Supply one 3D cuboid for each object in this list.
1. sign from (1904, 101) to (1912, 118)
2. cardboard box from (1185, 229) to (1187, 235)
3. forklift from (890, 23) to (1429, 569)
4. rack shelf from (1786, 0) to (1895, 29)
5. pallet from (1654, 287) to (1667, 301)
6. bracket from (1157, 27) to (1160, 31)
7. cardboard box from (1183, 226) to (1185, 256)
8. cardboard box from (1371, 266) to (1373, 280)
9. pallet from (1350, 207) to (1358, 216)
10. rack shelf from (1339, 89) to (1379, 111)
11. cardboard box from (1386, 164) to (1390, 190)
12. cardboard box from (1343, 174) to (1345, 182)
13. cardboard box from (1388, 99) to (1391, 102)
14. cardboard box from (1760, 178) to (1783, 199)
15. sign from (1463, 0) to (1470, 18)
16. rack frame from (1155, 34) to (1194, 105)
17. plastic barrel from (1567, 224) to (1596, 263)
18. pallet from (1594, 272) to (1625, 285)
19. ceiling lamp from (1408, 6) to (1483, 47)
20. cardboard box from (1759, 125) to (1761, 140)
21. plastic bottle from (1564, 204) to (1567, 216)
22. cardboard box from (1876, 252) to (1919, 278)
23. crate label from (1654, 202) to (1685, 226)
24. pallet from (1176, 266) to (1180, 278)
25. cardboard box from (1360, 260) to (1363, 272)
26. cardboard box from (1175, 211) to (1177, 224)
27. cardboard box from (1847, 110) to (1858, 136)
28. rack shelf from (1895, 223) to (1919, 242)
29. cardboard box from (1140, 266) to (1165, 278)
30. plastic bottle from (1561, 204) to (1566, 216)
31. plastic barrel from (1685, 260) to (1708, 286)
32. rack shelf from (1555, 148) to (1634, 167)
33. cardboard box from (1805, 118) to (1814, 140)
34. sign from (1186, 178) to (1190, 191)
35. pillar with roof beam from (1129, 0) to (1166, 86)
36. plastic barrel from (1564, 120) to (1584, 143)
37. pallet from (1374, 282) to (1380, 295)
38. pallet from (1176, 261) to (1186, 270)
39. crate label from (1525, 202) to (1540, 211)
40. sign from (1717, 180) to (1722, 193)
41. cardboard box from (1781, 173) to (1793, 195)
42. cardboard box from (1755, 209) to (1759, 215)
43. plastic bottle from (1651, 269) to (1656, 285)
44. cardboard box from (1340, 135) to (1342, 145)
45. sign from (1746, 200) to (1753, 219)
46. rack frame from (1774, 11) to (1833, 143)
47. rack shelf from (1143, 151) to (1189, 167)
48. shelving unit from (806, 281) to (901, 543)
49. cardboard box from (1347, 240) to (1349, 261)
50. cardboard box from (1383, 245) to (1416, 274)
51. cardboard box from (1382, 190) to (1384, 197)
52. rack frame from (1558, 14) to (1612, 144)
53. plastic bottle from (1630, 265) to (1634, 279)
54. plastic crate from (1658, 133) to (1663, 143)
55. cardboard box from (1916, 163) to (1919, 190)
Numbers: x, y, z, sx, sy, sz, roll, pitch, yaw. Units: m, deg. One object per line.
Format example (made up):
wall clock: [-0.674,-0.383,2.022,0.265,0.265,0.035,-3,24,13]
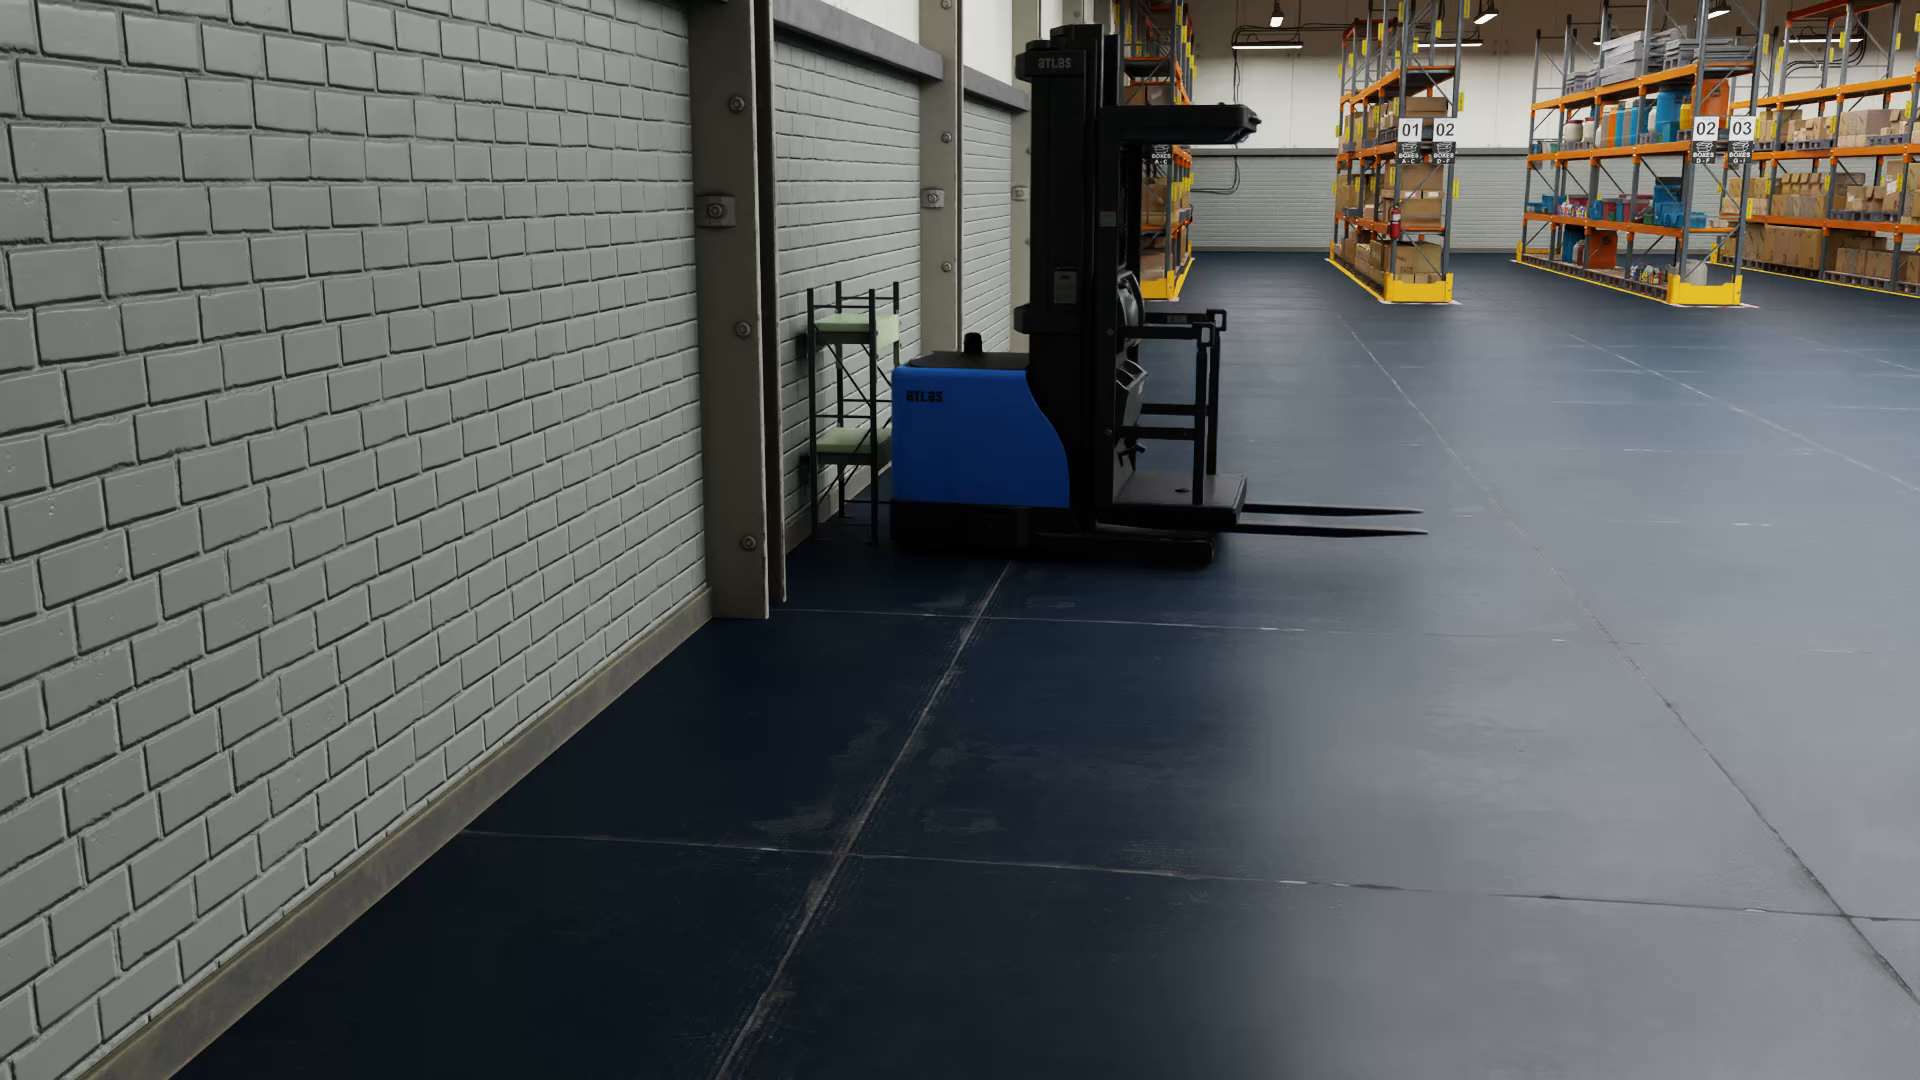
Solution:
sign: [18.111,-8.226,31.760,0.100,0.325,0.005,2,12,9]
cardboard box: [5.935,-8.342,44.979,0.380,0.149,0.250,2,12,10]
forklift: [1.164,-1.392,9.496,3.031,2.935,1.130,3,12,12]
rack shelf: [19.582,-11.752,36.982,1.077,0.370,4.000,2,12,9]
pallet: [13.246,-4.448,30.132,1.003,0.211,1.213,2,12,9]
bracket: [5.271,-13.921,44.685,0.076,0.066,4.783,2,12,9]
cardboard box: [5.235,-7.459,41.589,0.750,0.750,0.750,2,12,9]
cardboard box: [8.419,-5.289,32.946,0.500,0.250,0.500,2,12,9]
pallet: [9.782,-7.763,39.349,1.003,0.211,1.213,2,12,9]
rack shelf: [10.410,-11.280,42.689,1.077,0.370,4.000,2,12,9]
cardboard box: [8.733,-7.104,32.520,0.700,0.500,0.500,2,12,9]
cardboard box: [10.000,-9.042,42.220,0.500,0.500,0.500,2,12,8]
cardboard box: [9.070,-8.830,34.305,0.500,0.500,0.500,3,13,14]
cardboard box: [19.697,-8.505,40.210,0.500,0.500,0.500,2,12,10]
sign: [8.804,-9.234,28.885,0.100,0.325,0.005,2,12,9]
rack frame: [5.822,-12.209,45.286,1.000,3.000,0.127,2,12,9]
plastic barrel: [14.787,-7.042,39.534,0.600,0.901,0.708,2,12,9]
pallet: [14.033,-5.514,35.077,1.003,0.211,1.213,2,12,9]
ceiling lamp: [13.602,-15.380,46.142,2.000,3.185,0.800,2,12,9]
cardboard box: [20.259,-10.113,41.206,0.700,0.500,0.500,2,12,11]
plastic bottle: [14.382,-7.818,39.429,0.061,0.283,0.133,2,12,9]
cardboard box: [18.867,-5.516,33.357,0.700,0.500,0.500,2,12,8]
crate label: [13.166,-6.034,30.788,0.502,0.435,0.616,2,12,9]
pallet: [4.470,-6.085,37.729,1.003,0.211,1.213,2,12,9]
cardboard box: [8.887,-5.893,35.749,0.500,0.250,0.500,2,12,10]
cardboard box: [3.900,-6.188,31.895,0.500,0.250,0.500,2,12,8]
cardboard box: [18.867,-8.694,34.672,0.500,0.500,0.500,2,12,9]
rack shelf: [18.352,-5.529,30.236,1.077,0.370,4.000,2,12,9]
cardboard box: [3.644,-5.106,31.905,0.500,0.311,0.500,3,13,13]
plastic bottle: [14.492,-7.902,39.834,0.152,0.276,0.135,2,12,9]
plastic barrel: [13.176,-4.753,29.838,0.421,0.512,0.421,0,12,0]
rack shelf: [14.688,-8.821,38.392,1.077,0.370,4.000,2,12,9]
cardboard box: [19.568,-9.278,37.561,0.797,0.503,0.637,2,12,8]
sign: [5.745,-8.956,41.868,0.100,0.325,0.005,2,12,9]
pillar with roof beam: [8.714,-11.411,41.581,9.100,9.000,0.548,2,12,9]
plastic barrel: [14.667,-9.759,39.719,0.433,0.535,0.433,0,12,0]
pallet: [8.523,-4.837,31.935,1.003,0.211,1.213,2,12,9]
pallet: [4.977,-6.663,40.409,1.003,0.211,1.213,2,12,9]
crate label: [15.248,-8.862,44.251,0.416,0.233,0.303,2,12,9]
sign: [19.958,-9.276,43.673,0.100,0.325,0.005,2,12,9]
cardboard box: [19.800,-8.368,39.085,0.797,0.503,0.637,2,12,7]
cardboard box: [19.692,-8.021,40.687,0.380,0.149,0.250,2,12,8]
plastic bottle: [13.000,-4.933,31.169,0.061,0.283,0.133,2,12,10]
cardboard box: [10.297,-10.552,43.885,0.500,0.250,0.500,2,12,9]
sign: [13.693,-5.741,28.857,0.100,0.325,0.005,2,12,9]
rack frame: [19.890,-10.895,39.188,1.000,3.000,0.127,2,12,9]
rack shelf: [4.899,-9.142,39.882,1.077,0.370,4.000,2,12,9]
shelving unit: [-0.633,-0.799,10.141,0.431,1.500,0.755,2,12,9]
cardboard box: [9.716,-7.073,40.582,0.500,0.500,0.500,2,12,9]
cardboard box: [8.045,-5.135,30.451,0.500,0.500,0.500,2,12,9]
cardboard box: [8.601,-6.883,33.034,0.380,0.149,0.250,2,12,9]
rack frame: [14.996,-11.055,39.933,1.000,3.000,0.127,2,12,9]
plastic bottle: [13.284,-5.287,32.836,0.097,0.271,0.097,0,12,0]
plastic crate: [13.254,-7.501,31.060,0.336,0.188,0.450,2,12,9]
cardboard box: [18.264,-6.790,31.066,0.500,0.500,0.500,2,12,9]
